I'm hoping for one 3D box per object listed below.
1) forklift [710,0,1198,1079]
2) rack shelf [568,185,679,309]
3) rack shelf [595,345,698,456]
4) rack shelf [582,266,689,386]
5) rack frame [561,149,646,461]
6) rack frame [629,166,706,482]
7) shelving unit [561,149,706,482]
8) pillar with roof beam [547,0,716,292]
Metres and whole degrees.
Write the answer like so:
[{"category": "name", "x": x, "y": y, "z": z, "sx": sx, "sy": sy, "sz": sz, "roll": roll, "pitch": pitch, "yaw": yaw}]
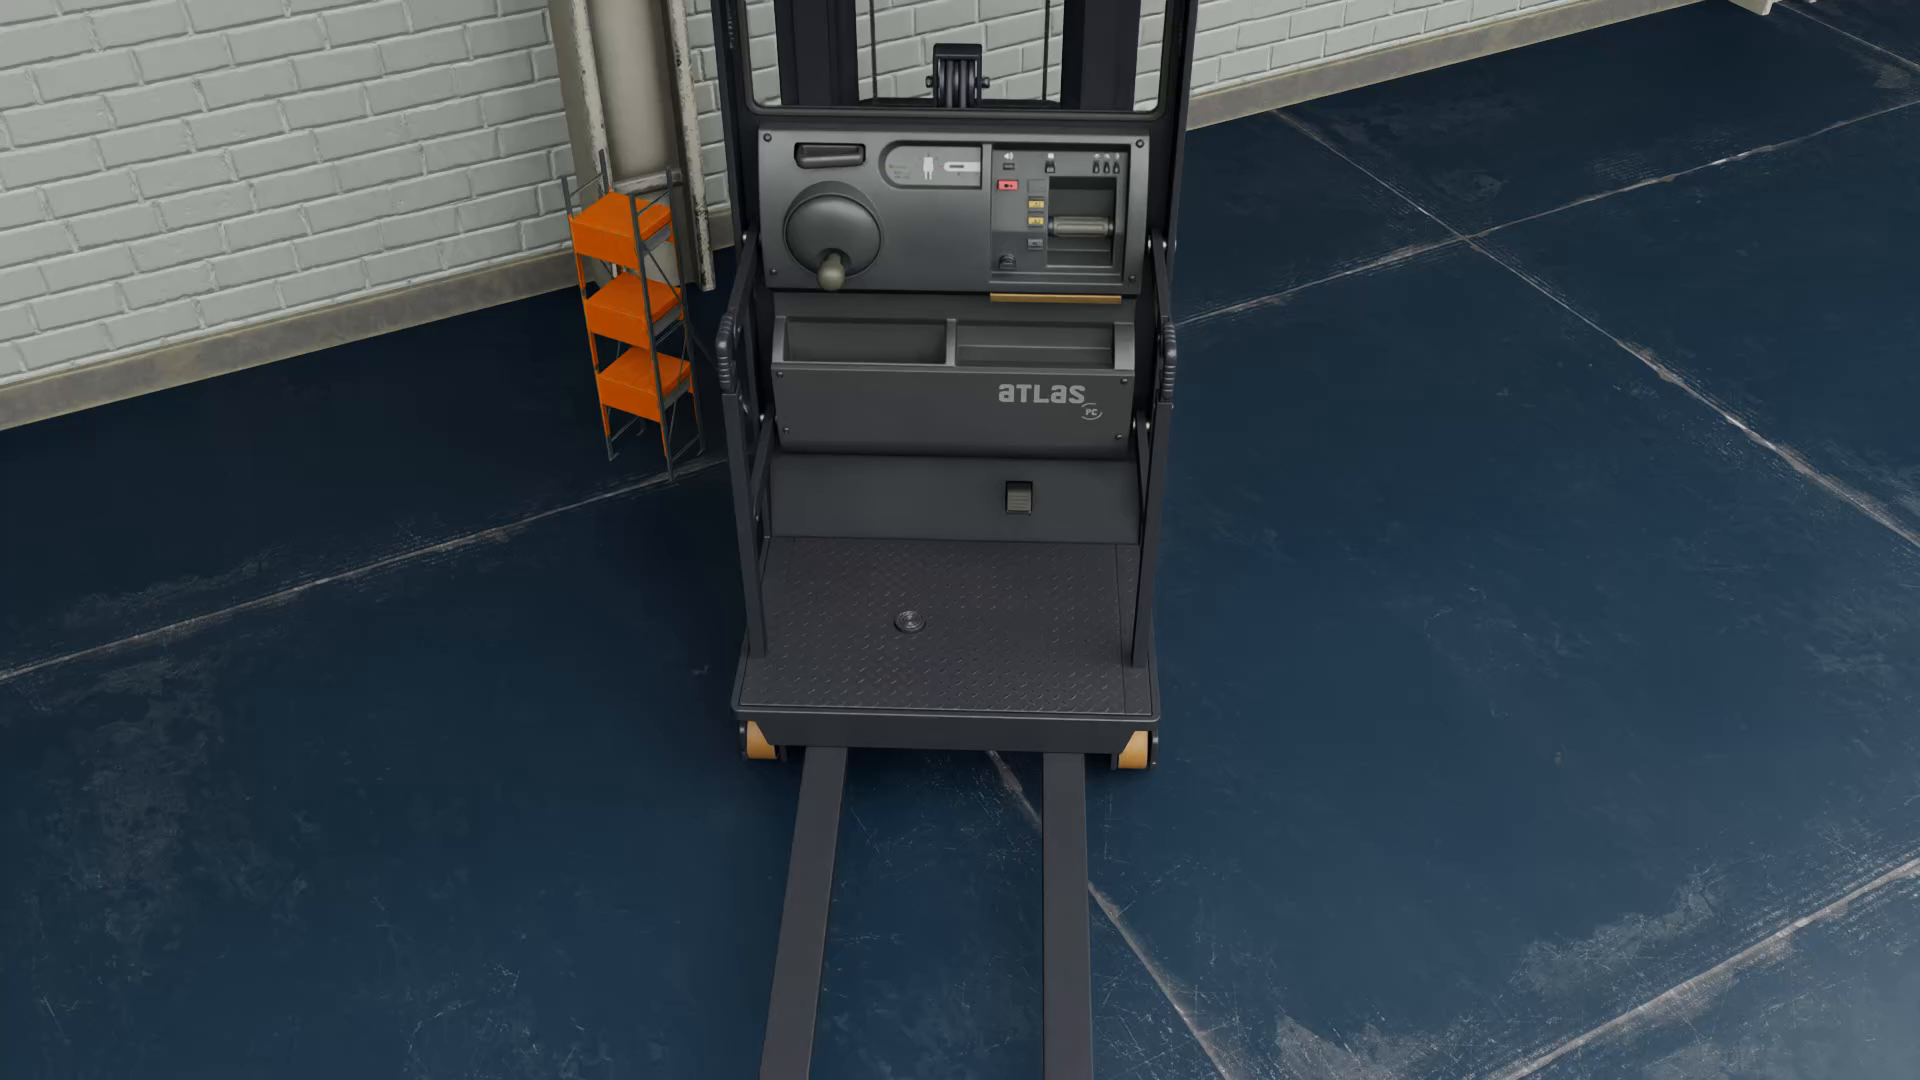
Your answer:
[{"category": "forklift", "x": -0.022, "y": -0.712, "z": 3.822, "sx": 1.130, "sy": 2.935, "sz": 3.031, "roll": 1, "pitch": 40, "yaw": 2}, {"category": "rack shelf", "x": -1.016, "y": -0.895, "z": 5.071, "sx": 0.240, "sy": 0.259, "sz": 0.215, "roll": 18, "pitch": 44, "yaw": 20}, {"category": "rack shelf", "x": -1.016, "y": -0.466, "z": 5.434, "sx": 0.240, "sy": 0.259, "sz": 0.215, "roll": 18, "pitch": 44, "yaw": 20}, {"category": "rack shelf", "x": -1.016, "y": -0.678, "z": 5.255, "sx": 0.240, "sy": 0.259, "sz": 0.215, "roll": 18, "pitch": 44, "yaw": 20}, {"category": "rack frame", "x": -1.124, "y": -0.722, "z": 5.290, "sx": 0.008, "sy": 1.050, "sz": 0.200, "roll": 18, "pitch": 44, "yaw": 20}, {"category": "rack frame", "x": -0.907, "y": -0.650, "z": 5.205, "sx": 0.008, "sy": 1.050, "sz": 0.200, "roll": 18, "pitch": 44, "yaw": 20}, {"category": "shelving unit", "x": -1.016, "y": -0.686, "z": 5.248, "sx": 0.252, "sy": 1.050, "sz": 0.215, "roll": 18, "pitch": 44, "yaw": 20}, {"category": "pillar with roof beam", "x": 0.807, "y": -1.965, "z": 0.606, "sx": 0.400, "sy": 9.000, "sz": 9.100, "roll": -19, "pitch": 44, "yaw": -21}]
